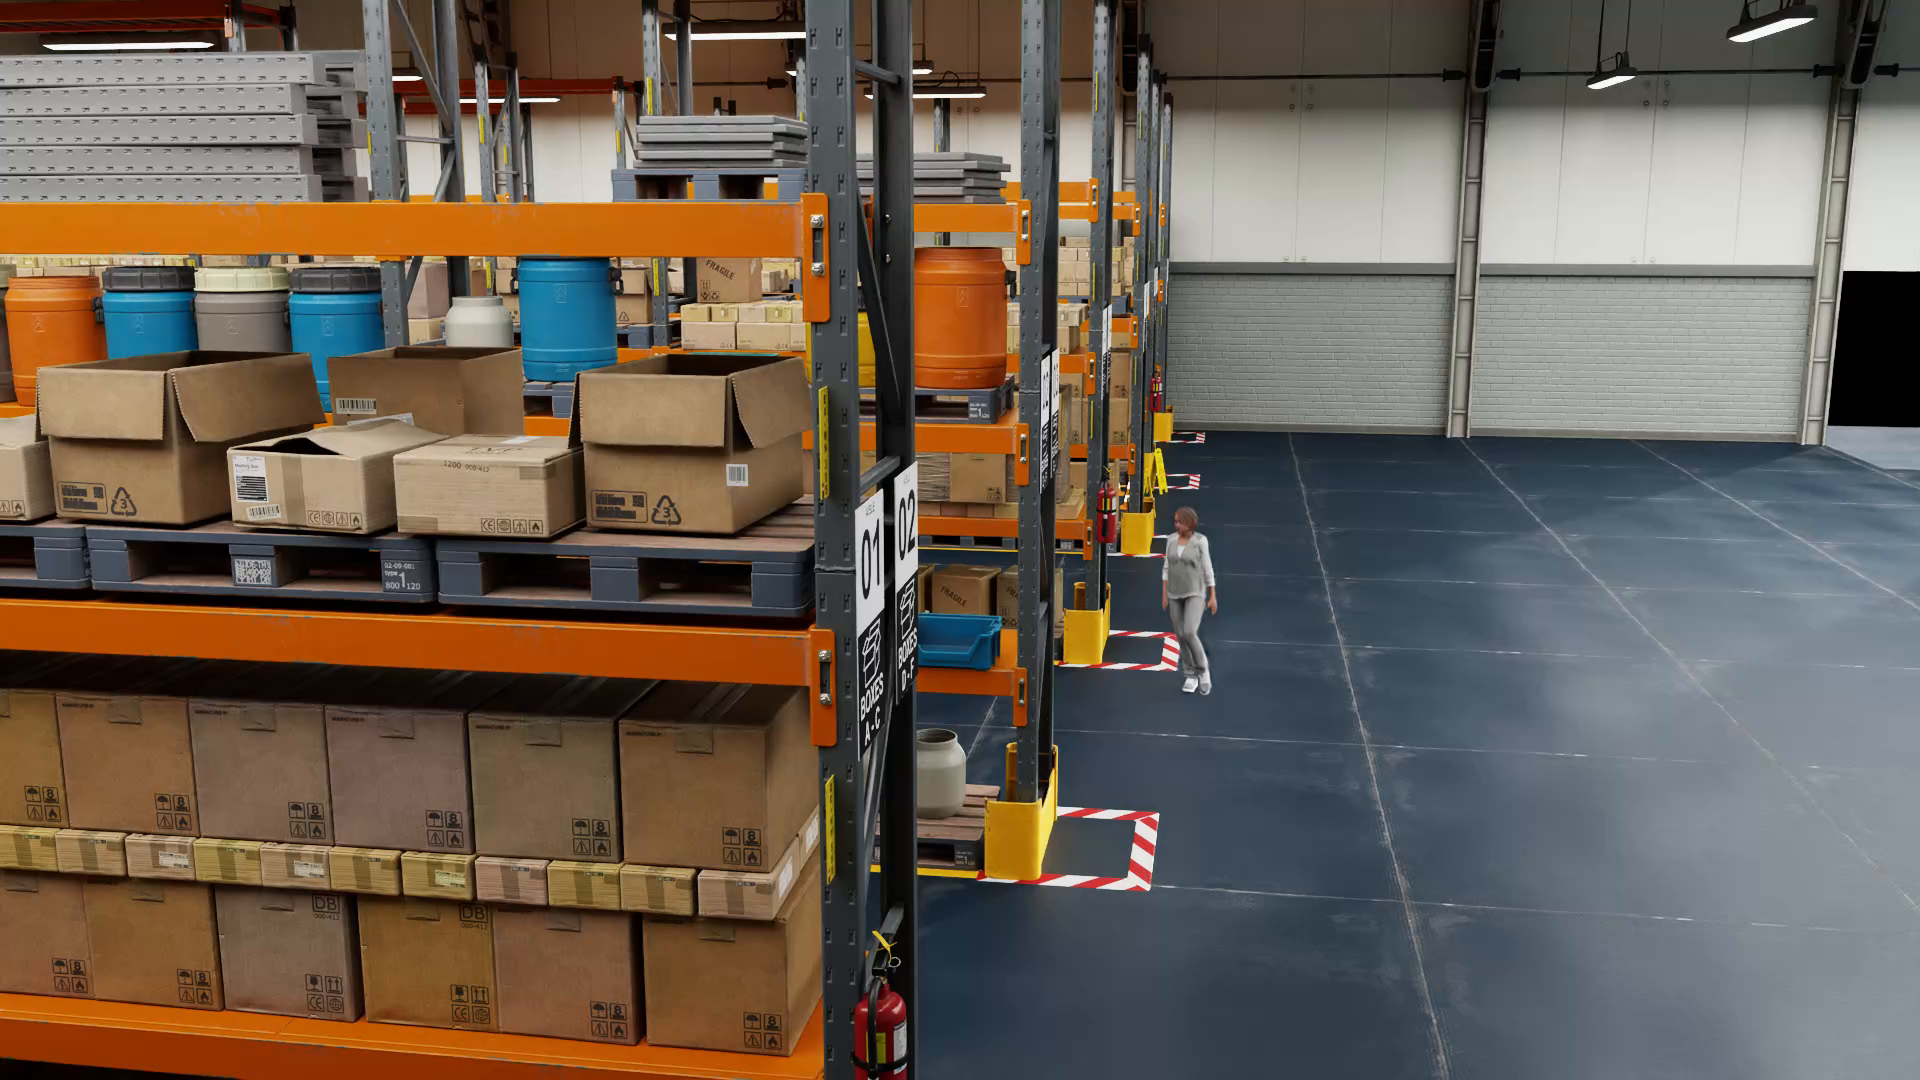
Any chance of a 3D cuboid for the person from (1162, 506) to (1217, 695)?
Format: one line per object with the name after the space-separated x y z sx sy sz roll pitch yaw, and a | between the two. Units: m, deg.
1.919 0.510 14.100 0.493 1.590 0.421 8 14 33 | person
